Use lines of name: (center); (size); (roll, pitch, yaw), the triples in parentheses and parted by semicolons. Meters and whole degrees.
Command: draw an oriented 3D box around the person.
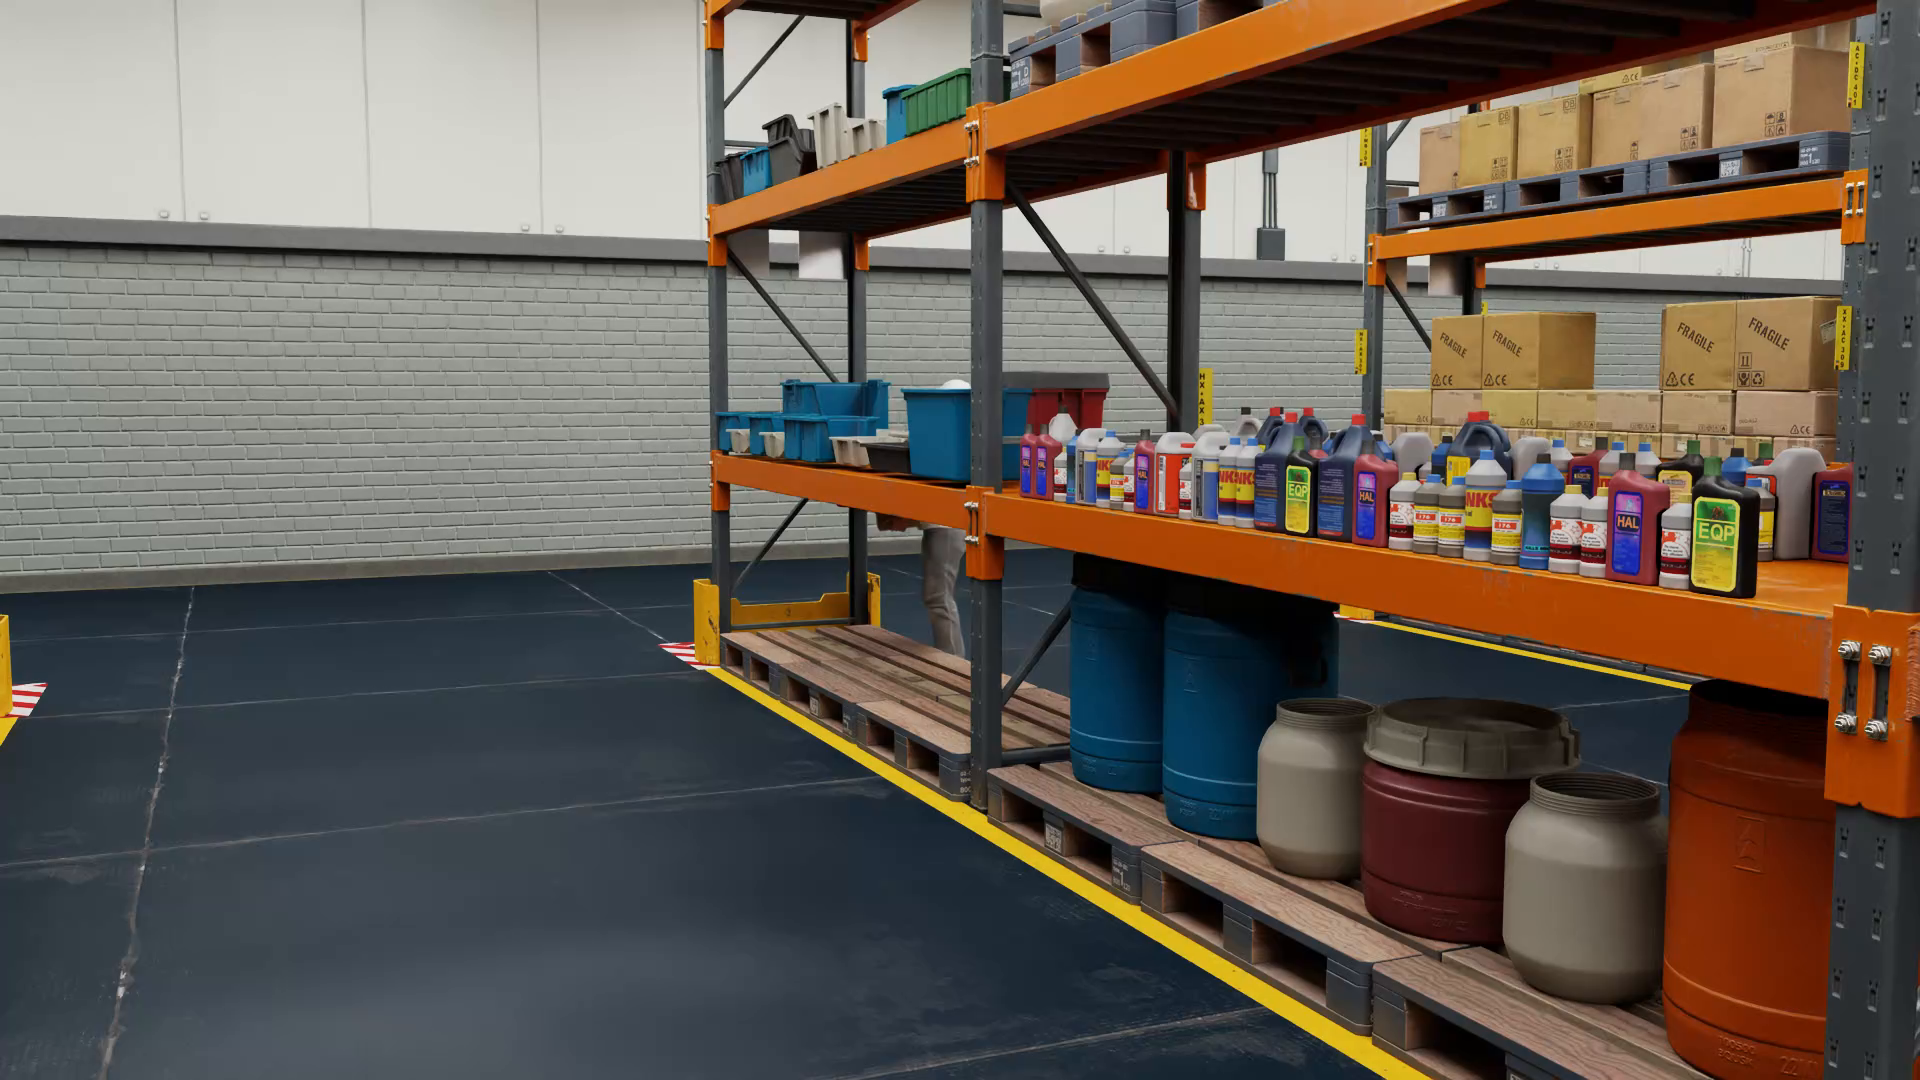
person: (-0.185, -0.061, 9.814); (0.563, 1.762, 0.494); (-1, 5, -6)
